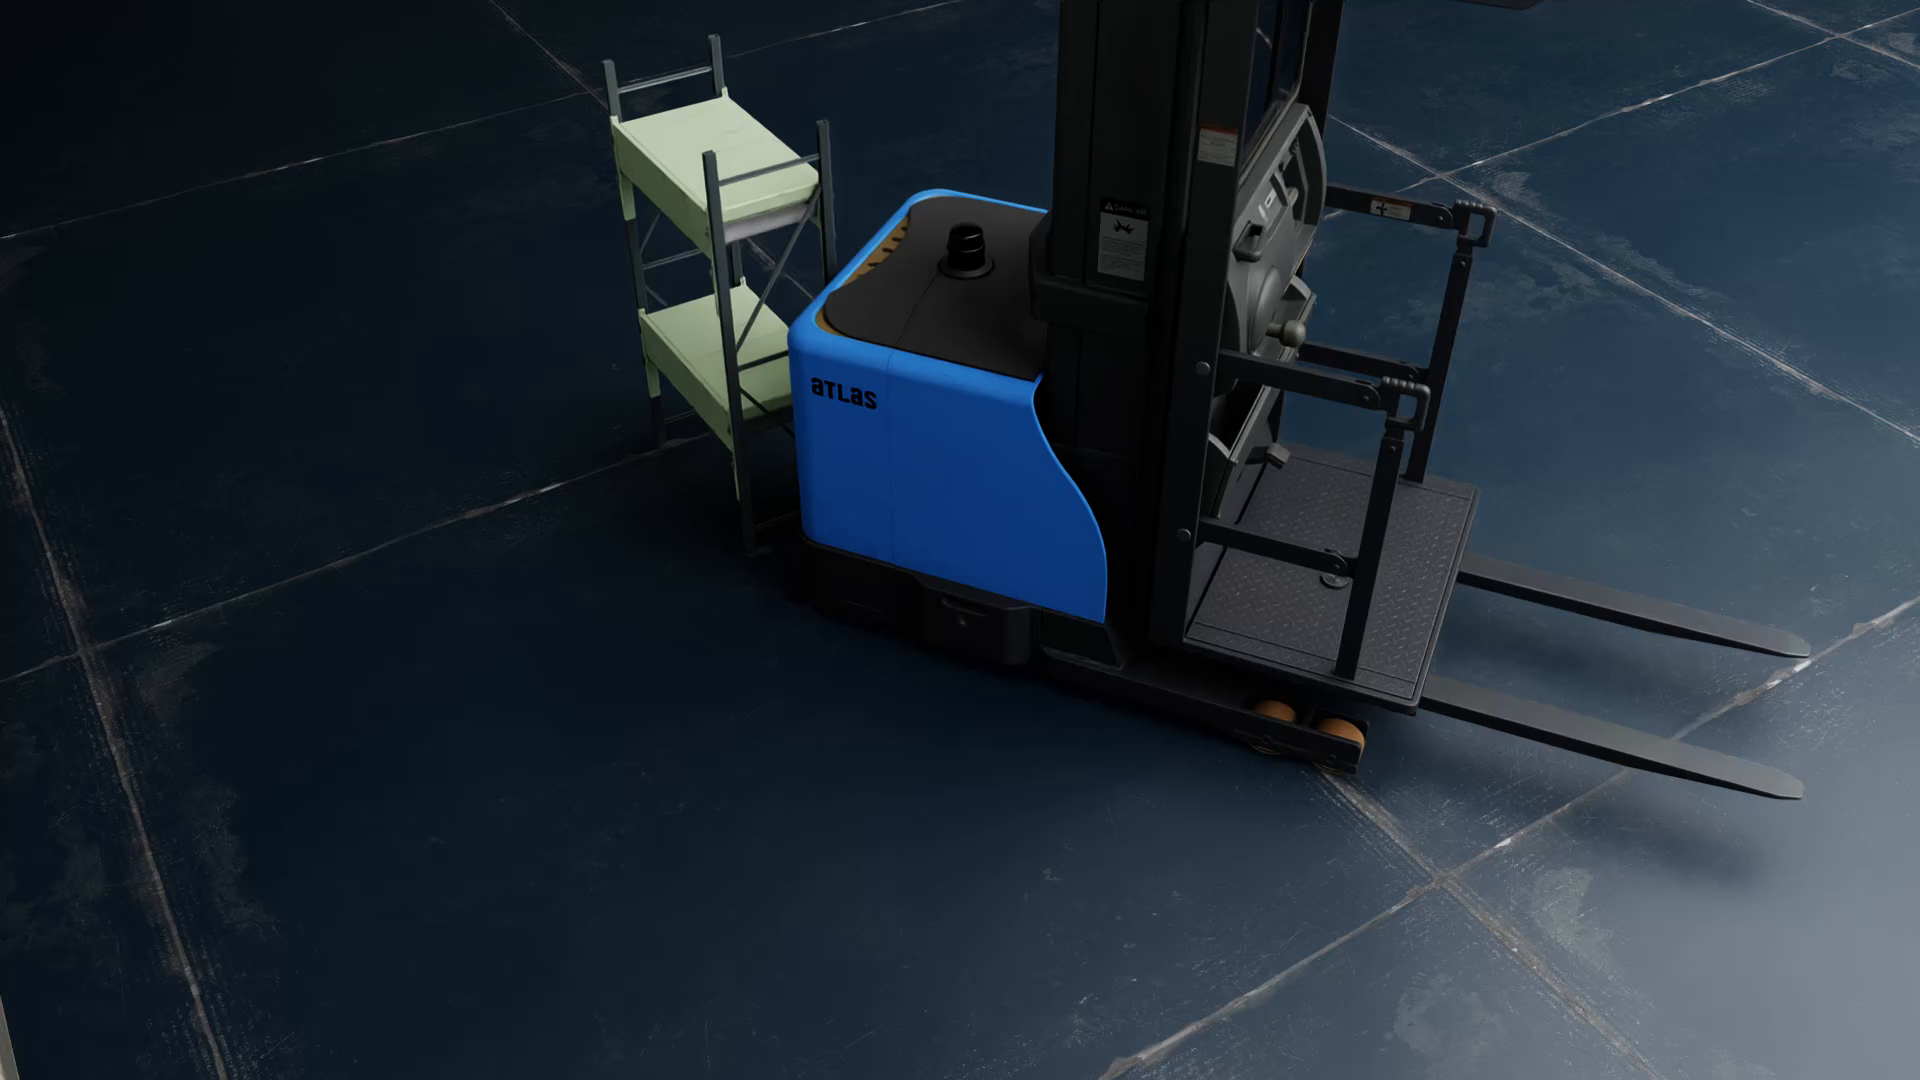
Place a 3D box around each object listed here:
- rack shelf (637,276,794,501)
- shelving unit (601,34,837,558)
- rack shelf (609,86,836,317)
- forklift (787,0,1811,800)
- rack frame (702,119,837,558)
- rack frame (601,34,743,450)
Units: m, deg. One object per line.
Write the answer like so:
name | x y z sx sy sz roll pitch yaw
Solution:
rack shelf | -0.754 -0.536 5.731 0.431 0.370 0.720 -22 45 -24
shelving unit | -0.754 -0.787 5.522 0.431 1.500 0.755 -22 45 -24
rack shelf | -0.754 -1.086 5.273 0.431 0.370 0.720 -22 45 -24
forklift | 1.045 -0.823 4.448 3.031 2.935 1.130 15 42 18
rack frame | -0.560 -0.588 5.284 0.400 1.500 0.023 -22 45 -24
rack frame | -0.949 -0.985 5.760 0.400 1.500 0.023 -22 45 -24
